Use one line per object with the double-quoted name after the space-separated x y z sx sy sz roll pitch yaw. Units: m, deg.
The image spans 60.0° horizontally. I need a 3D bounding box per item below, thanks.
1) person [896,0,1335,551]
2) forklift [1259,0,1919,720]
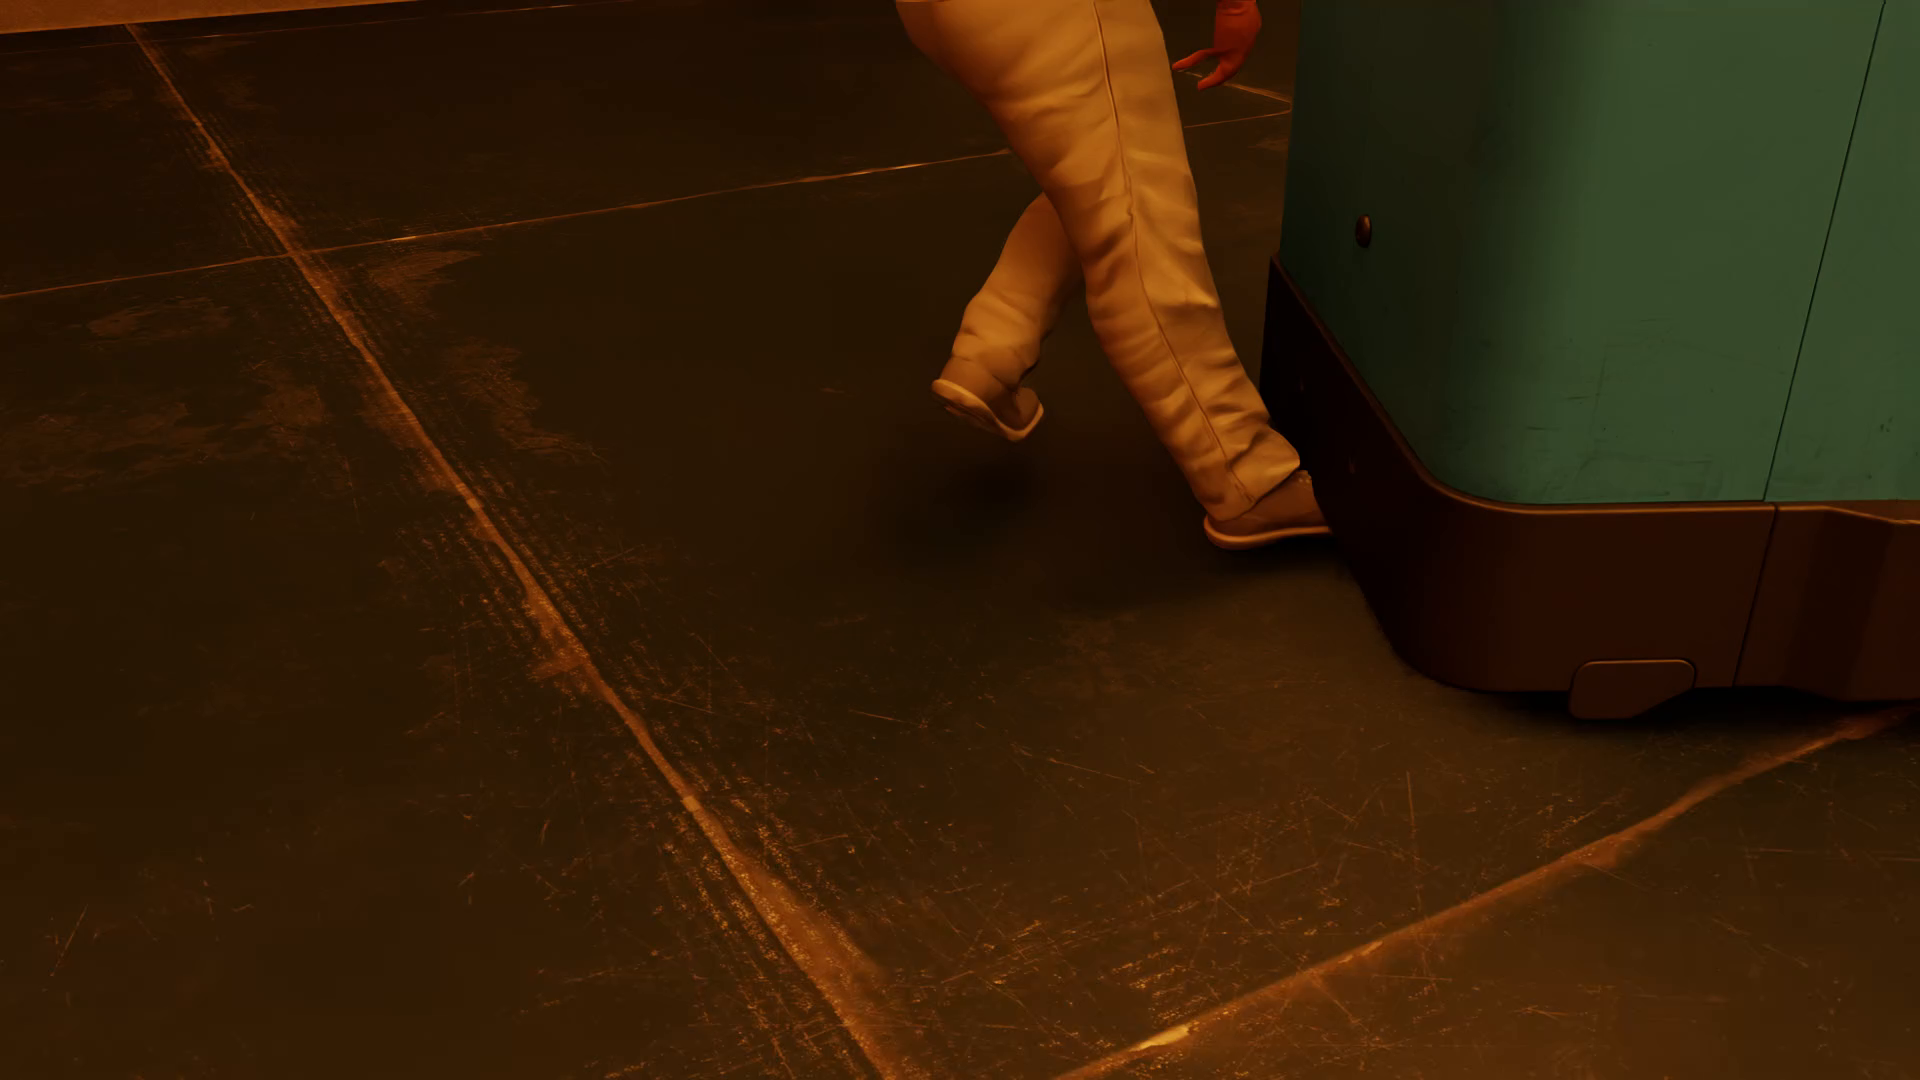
0.246 -0.815 2.342 0.670 1.593 0.678 -9 28 -18 "person"
2.039 -1.324 1.869 3.031 2.935 1.130 -1 27 -2 "forklift"
